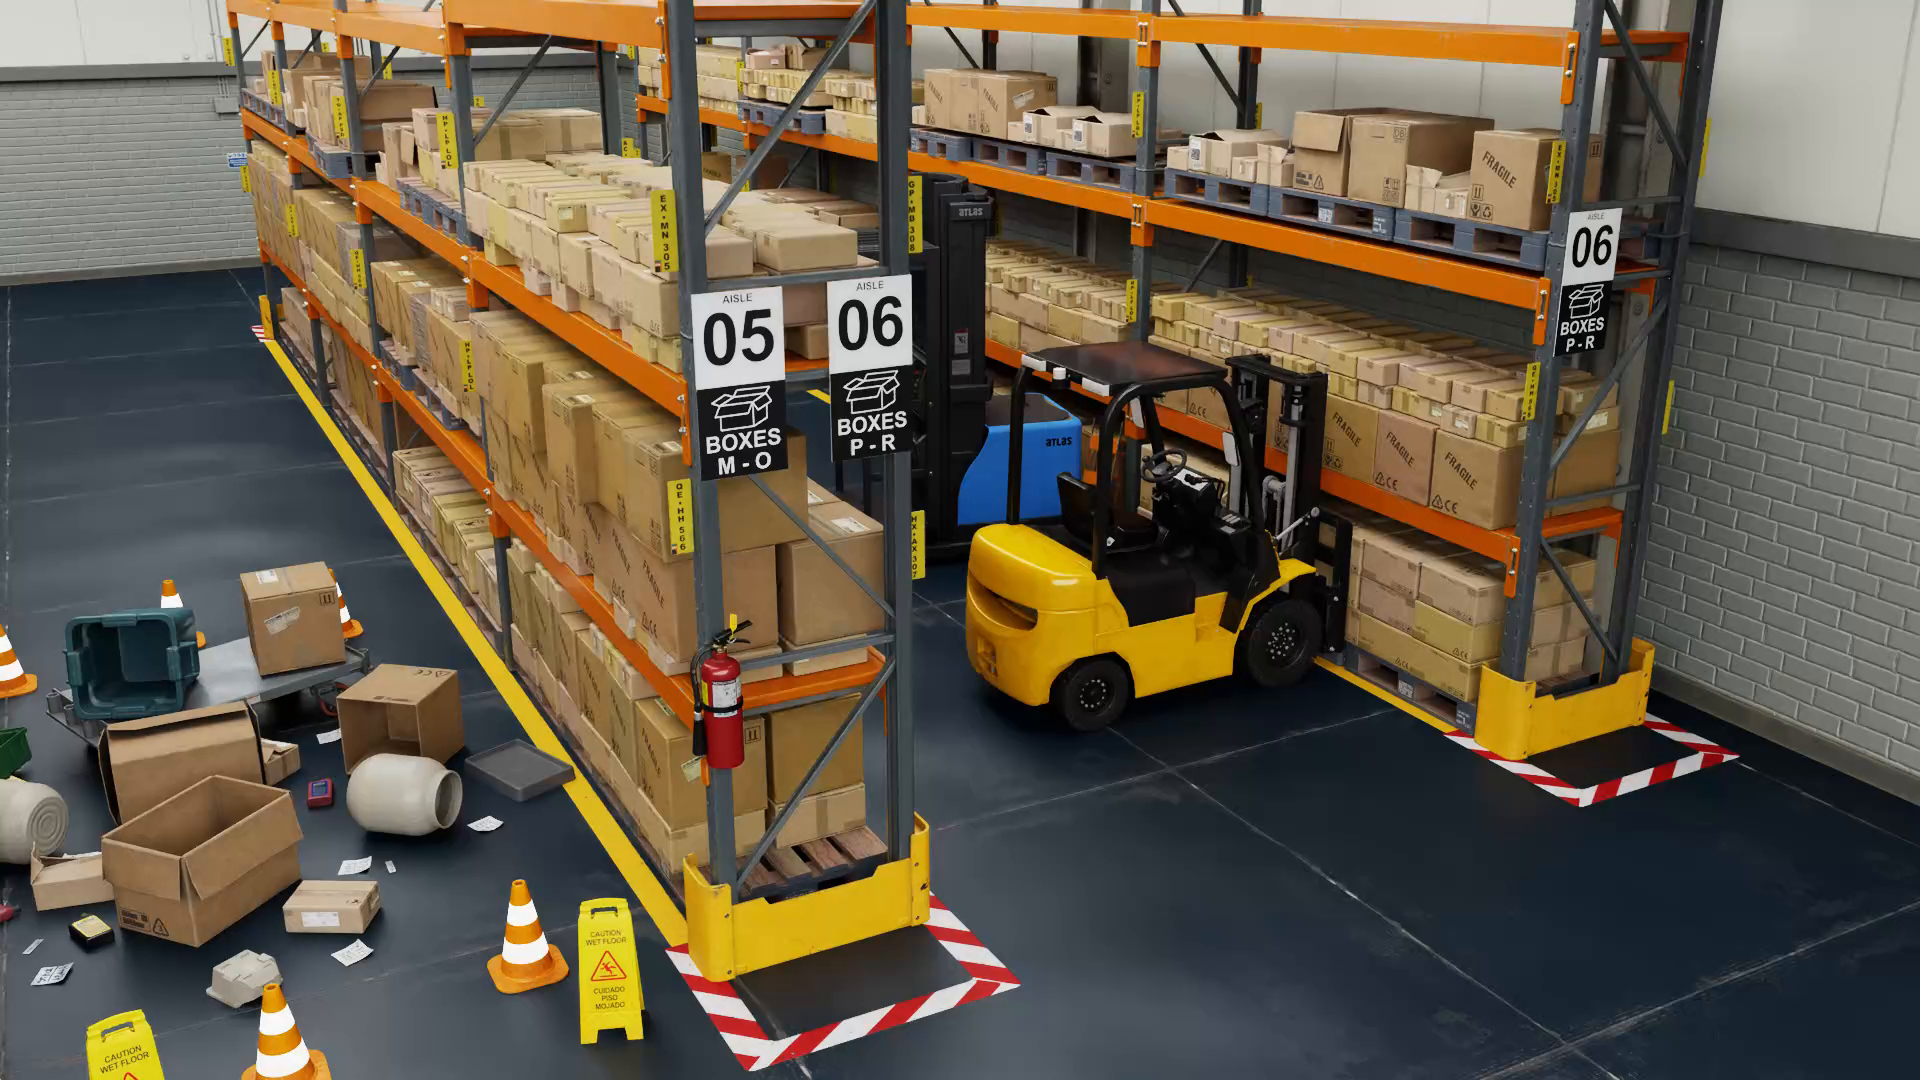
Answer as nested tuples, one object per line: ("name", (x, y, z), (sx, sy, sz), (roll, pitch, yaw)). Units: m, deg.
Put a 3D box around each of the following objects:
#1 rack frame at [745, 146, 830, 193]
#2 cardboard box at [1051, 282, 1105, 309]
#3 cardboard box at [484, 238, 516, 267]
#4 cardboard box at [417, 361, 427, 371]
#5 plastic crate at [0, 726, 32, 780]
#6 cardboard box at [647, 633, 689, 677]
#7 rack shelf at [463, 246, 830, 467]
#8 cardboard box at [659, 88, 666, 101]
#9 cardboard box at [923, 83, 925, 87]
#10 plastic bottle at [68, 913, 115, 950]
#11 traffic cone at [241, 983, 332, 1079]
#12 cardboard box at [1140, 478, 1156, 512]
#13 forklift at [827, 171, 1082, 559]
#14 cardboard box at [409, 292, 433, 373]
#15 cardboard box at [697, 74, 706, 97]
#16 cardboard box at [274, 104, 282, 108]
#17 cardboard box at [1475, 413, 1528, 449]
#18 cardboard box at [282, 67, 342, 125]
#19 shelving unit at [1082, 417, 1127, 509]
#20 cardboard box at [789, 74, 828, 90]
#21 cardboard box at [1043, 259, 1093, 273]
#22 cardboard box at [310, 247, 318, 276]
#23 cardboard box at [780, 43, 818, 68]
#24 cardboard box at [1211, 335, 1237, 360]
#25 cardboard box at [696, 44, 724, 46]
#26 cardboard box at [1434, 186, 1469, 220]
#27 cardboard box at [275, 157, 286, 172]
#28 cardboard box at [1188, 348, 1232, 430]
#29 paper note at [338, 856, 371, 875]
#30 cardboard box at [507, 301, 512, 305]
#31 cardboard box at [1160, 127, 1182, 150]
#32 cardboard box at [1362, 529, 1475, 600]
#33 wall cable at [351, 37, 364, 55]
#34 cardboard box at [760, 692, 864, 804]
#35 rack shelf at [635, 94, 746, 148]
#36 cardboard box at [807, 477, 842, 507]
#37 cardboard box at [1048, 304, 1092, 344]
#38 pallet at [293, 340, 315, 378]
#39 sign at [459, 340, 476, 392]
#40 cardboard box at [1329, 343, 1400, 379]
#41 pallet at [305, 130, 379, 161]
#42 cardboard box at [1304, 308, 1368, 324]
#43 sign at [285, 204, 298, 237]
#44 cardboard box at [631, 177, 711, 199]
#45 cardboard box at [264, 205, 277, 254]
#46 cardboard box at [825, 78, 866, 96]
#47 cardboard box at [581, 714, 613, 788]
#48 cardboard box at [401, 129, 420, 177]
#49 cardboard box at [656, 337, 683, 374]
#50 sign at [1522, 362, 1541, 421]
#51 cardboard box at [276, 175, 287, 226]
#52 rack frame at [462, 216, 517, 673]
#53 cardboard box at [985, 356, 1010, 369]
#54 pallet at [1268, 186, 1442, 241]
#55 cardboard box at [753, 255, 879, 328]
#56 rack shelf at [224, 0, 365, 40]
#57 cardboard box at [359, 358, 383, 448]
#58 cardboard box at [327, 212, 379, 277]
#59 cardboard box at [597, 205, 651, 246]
("rack frame", (-2.018, -3.696, 19.743), (1.000, 3.000, 0.127), (-10, 21, -27))
("cardboard box", (0.974, -2.021, 13.743), (0.380, 0.149, 0.250), (-11, 22, -28))
("cardboard box", (-2.580, -1.717, 9.795), (0.380, 0.149, 0.250), (-10, 21, -27))
("cardboard box", (-4.004, -1.424, 12.901), (0.380, 0.149, 0.250), (-9, 21, -23))
("plastic crate", (-5.658, 1.315, 9.443), (0.450, 0.188, 0.662), (-9, 19, 5))
("cardboard box", (-1.270, 0.508, 7.946), (0.380, 0.149, 0.250), (-10, 22, -27))
("rack shelf", (-1.636, -1.133, 8.821), (1.077, 0.370, 4.000), (-10, 21, -27))
("cardboard box", (-3.688, -5.781, 21.572), (0.380, 0.149, 0.250), (-9, 21, -25))
("cardboard box", (-0.145, -4.450, 16.492), (0.380, 0.149, 0.250), (-10, 21, -26))
("plastic bottle", (-4.227, 1.889, 8.064), (0.283, 0.061, 0.133), (16, 25, 39))
("traffic cone", (-2.841, 2.064, 6.940), (0.336, 0.463, 0.334), (-10, 21, -27))
("cardboard box", (1.739, -0.348, 12.845), (0.500, 0.250, 0.500), (-10, 21, -27))
("forklift", (-0.598, -1.327, 12.984), (3.031, 2.935, 1.130), (-6, 20, -16))
("cardboard box", (-3.732, -1.554, 12.284), (0.500, 0.500, 0.500), (-11, 22, -29))
("cardboard box", (-2.956, -5.580, 20.378), (0.500, 0.250, 0.500), (-9, 21, -26))
("cardboard box", (-6.969, -4.660, 17.348), (0.396, 0.266, 0.258), (-9, 21, -25))
("cardboard box", (3.270, -0.661, 9.801), (0.380, 0.149, 0.250), (-10, 21, -26))
("cardboard box", (-6.221, -4.292, 16.075), (0.500, 0.500, 0.500), (-10, 22, -28))
("shelving unit", (1.124, -0.429, 13.238), (0.252, 1.050, 0.215), (11, 2, 29))
("cardboard box", (-1.589, -4.868, 17.675), (0.380, 0.149, 0.250), (-10, 21, -26))
("cardboard box", (0.960, -2.402, 14.845), (0.380, 0.149, 0.250), (-9, 21, -25))
("cardboard box", (-6.151, -2.776, 16.541), (0.500, 0.250, 0.500), (-10, 21, -26))
("cardboard box", (-1.812, -5.500, 18.870), (0.396, 0.266, 0.258), (-10, 22, -27))
("cardboard box", (2.026, -1.394, 11.925), (0.380, 0.149, 0.250), (-9, 21, -25))
("cardboard box", (-3.460, -6.484, 22.232), (0.500, 0.250, 0.500), (-11, 22, -28))
("cardboard box", (3.020, -1.987, 9.780), (0.380, 0.149, 0.250), (-11, 22, -28))
("cardboard box", (-7.362, -4.168, 18.432), (0.380, 0.149, 0.250), (-10, 22, -28))
("cardboard box", (2.024, -1.132, 12.159), (0.500, 0.500, 0.500), (-10, 21, -26))
("paper note", (-3.158, 1.698, 8.682), (0.148, 0.019, 0.142), (-3, 19, -8))
("cardboard box", (-3.104, -1.808, 12.025), (0.380, 0.149, 0.250), (-9, 21, -24))
("cardboard box", (1.551, -3.218, 13.349), (0.380, 0.149, 0.250), (-10, 21, -27))
("cardboard box", (2.940, 0.148, 10.642), (0.500, 0.250, 0.500), (-10, 21, -26))
("wall cable", (-8.100, -9.053, 26.015), (2.988, 3.039, 0.133), (-10, 21, -27))
("cardboard box", (-0.837, 0.985, 8.601), (0.500, 0.500, 0.500), (-11, 22, -28))
("rack shelf", (-2.967, -5.348, 21.035), (1.077, 0.370, 4.000), (-10, 21, -27))
("cardboard box", (-0.915, 0.004, 8.412), (0.500, 0.500, 0.500), (-9, 21, -25))
("cardboard box", (1.072, -1.813, 13.749), (0.500, 0.250, 0.500), (-11, 22, -28))
("pallet", (-7.260, -2.189, 19.651), (1.003, 0.211, 1.213), (-10, 21, -27))
("sign", (-3.072, -1.090, 10.416), (0.100, 0.325, 0.005), (-10, 21, -27))
("cardboard box", (2.631, -1.167, 10.810), (0.380, 0.149, 0.250), (-10, 21, -26))
("pallet", (-5.371, -3.603, 15.167), (1.003, 0.211, 1.213), (-9, 21, -24))
("cardboard box", (2.698, -1.557, 11.941), (0.380, 0.149, 0.250), (-10, 22, -28))
("sign", (-6.872, -3.286, 17.108), (0.100, 0.325, 0.005), (-10, 21, -27))
("cardboard box", (-1.567, -1.886, 9.063), (0.380, 0.149, 0.250), (-10, 21, -26))
("cardboard box", (-7.818, -3.649, 19.456), (0.500, 0.500, 0.500), (-10, 21, -27))
("cardboard box", (-1.158, -4.649, 17.070), (0.380, 0.149, 0.250), (-10, 21, -26))
("cardboard box", (-1.799, 1.131, 9.328), (0.500, 0.250, 0.500), (-11, 22, -29))
("cardboard box", (-3.735, -2.811, 12.422), (0.797, 0.503, 0.637), (-10, 21, -27))
("cardboard box", (-1.101, -0.839, 7.252), (0.380, 0.149, 0.250), (-10, 21, -26))
("sign", (3.197, -0.830, 9.301), (0.100, 0.325, 0.005), (-10, 21, -27))
("cardboard box", (-7.085, -3.685, 18.027), (0.500, 0.500, 0.500), (-10, 22, -27))
("rack frame", (-2.585, -0.629, 10.857), (1.000, 3.000, 0.127), (-10, 21, -27))
("cardboard box", (0.166, -1.442, 16.209), (0.875, 0.625, 0.625), (-9, 21, -25))
("pallet", (2.784, -2.185, 10.901), (1.003, 0.211, 1.213), (-10, 21, -27))
("cardboard box", (-0.690, -1.154, 7.554), (0.500, 0.250, 0.500), (-10, 22, -28))
("rack shelf", (-7.334, -5.807, 18.380), (1.077, 0.370, 4.000), (-10, 21, -27))
("cardboard box", (-5.159, -1.440, 15.818), (0.875, 0.875, 0.875), (-10, 21, -26))
("cardboard box", (-5.441, -2.695, 15.157), (0.500, 0.500, 0.500), (-10, 21, -27))
("cardboard box", (-1.517, -1.511, 7.976), (0.380, 0.149, 0.250), (-10, 21, -27))
